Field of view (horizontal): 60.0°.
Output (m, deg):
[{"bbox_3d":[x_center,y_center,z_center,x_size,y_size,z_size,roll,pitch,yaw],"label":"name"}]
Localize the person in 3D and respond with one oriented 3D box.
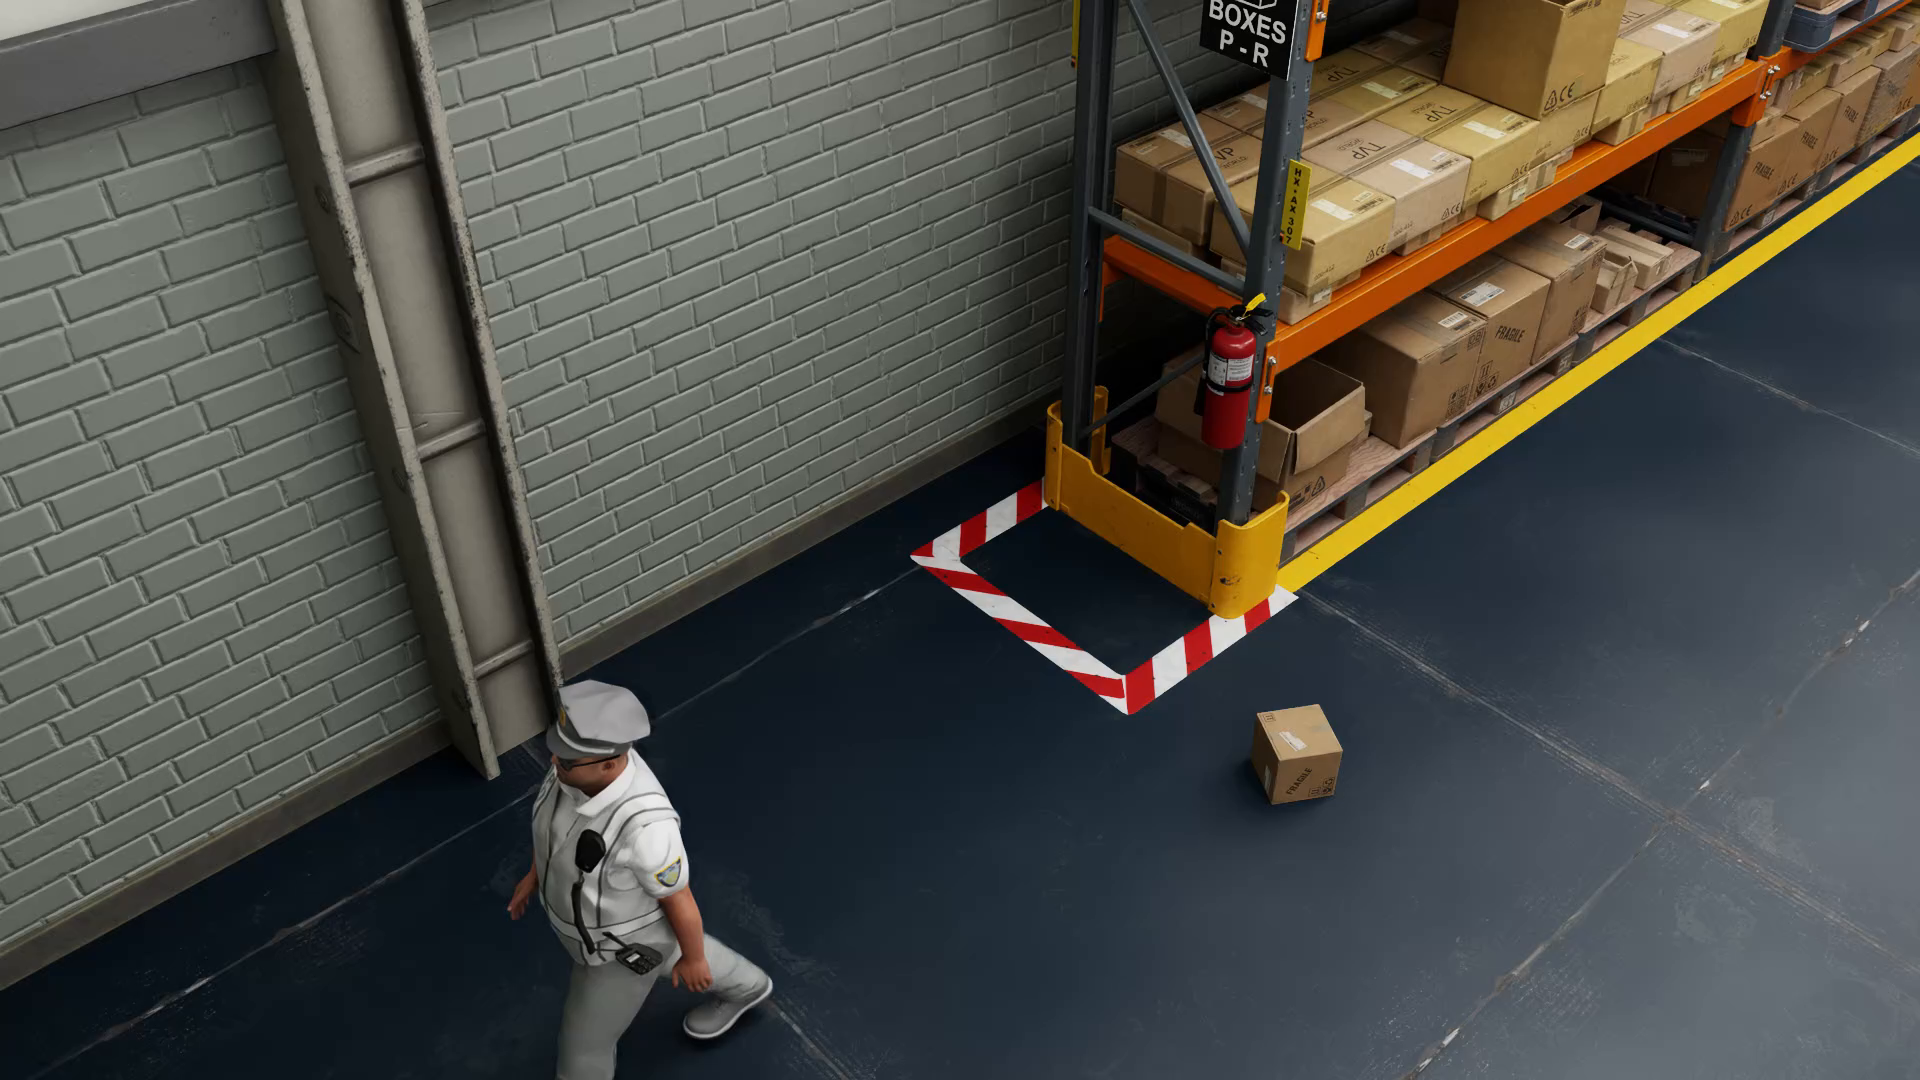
[{"bbox_3d":[-1.043,1.080,4.821,1.040,1.722,0.564,-21,44,-24],"label":"person"}]
